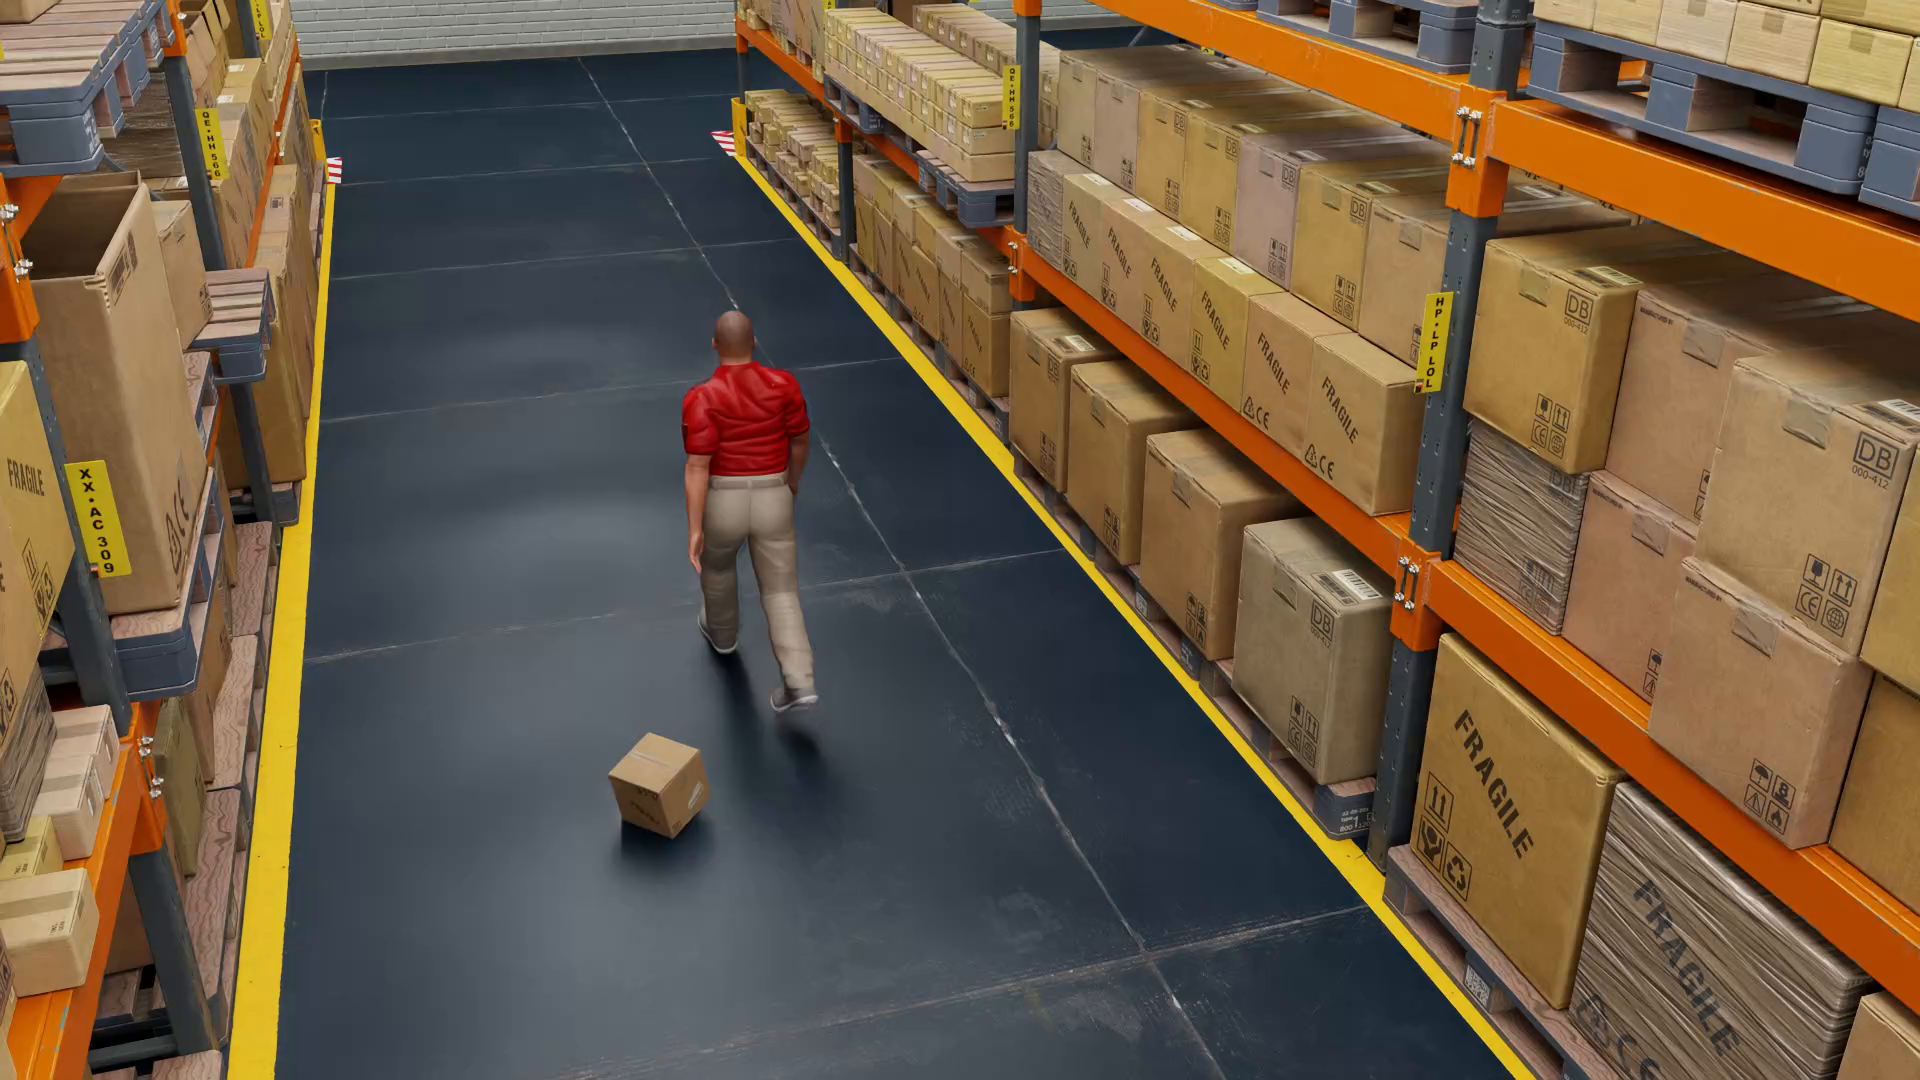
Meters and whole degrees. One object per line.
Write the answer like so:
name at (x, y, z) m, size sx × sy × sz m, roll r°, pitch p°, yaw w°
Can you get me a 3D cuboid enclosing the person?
person at (-0.882, -0.141, 6.954) m, size 0.578 × 1.662 × 1.115 m, roll -8°, pitch 27°, yaw -15°
